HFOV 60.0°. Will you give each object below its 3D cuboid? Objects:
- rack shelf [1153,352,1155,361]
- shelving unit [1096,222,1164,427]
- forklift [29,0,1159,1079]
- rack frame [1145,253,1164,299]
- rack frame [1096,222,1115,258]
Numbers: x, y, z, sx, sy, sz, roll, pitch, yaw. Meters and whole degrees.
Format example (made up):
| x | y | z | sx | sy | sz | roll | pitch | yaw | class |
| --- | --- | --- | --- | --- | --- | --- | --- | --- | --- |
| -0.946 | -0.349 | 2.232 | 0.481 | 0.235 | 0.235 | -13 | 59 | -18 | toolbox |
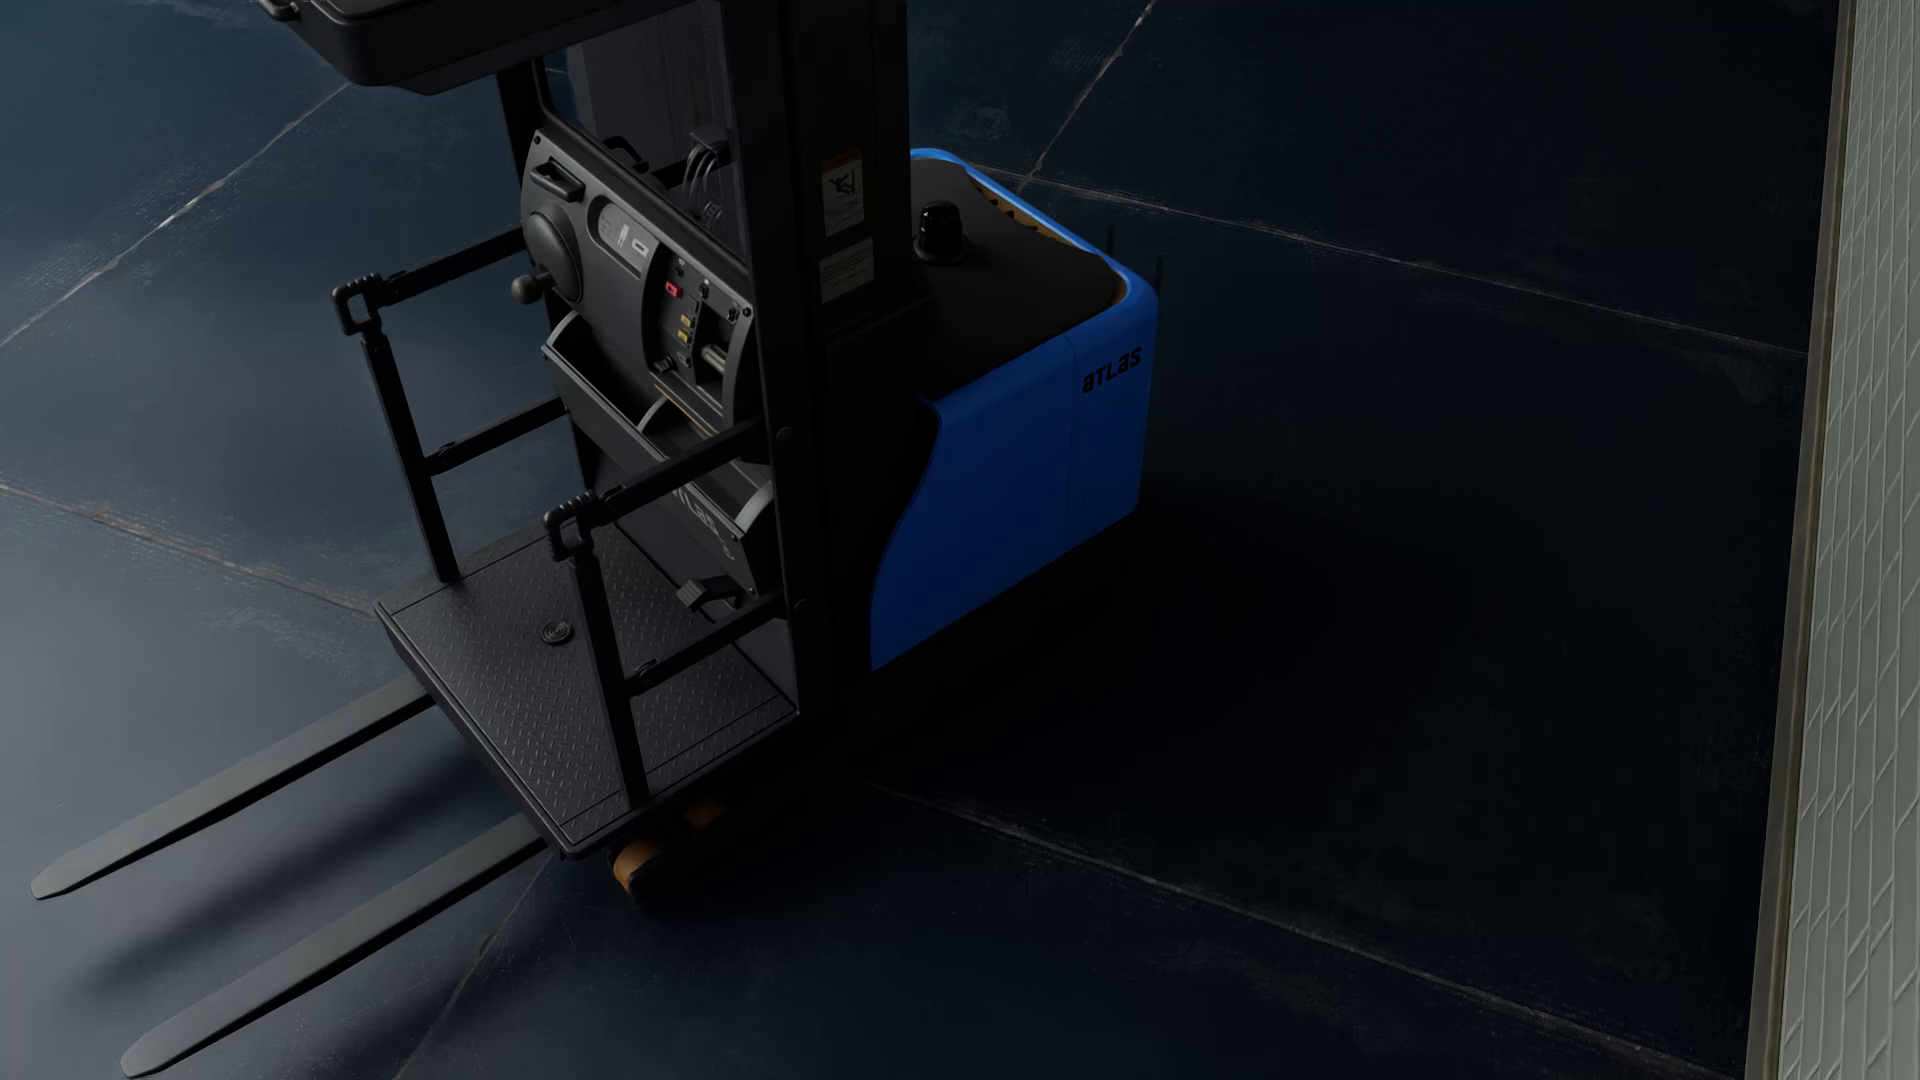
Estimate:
| x | y | z | sx | sy | sz | roll | pitch | yaw | class |
| --- | --- | --- | --- | --- | --- | --- | --- | --- | --- |
| 0.431 | -0.550 | 5.085 | 0.258 | 0.077 | 0.200 | -31 | 53 | -27 | rack shelf |
| 0.431 | -0.510 | 5.124 | 0.258 | 0.900 | 0.210 | -31 | 53 | -27 | shelving unit |
| -0.911 | -0.537 | 3.712 | 3.031 | 2.935 | 1.130 | -30 | 52 | -27 | forklift |
| 0.497 | -0.455 | 5.070 | 0.240 | 0.900 | 0.006 | -31 | 53 | -27 | rack frame |
| 0.365 | -0.565 | 5.179 | 0.240 | 0.900 | 0.006 | -31 | 53 | -27 | rack frame |
